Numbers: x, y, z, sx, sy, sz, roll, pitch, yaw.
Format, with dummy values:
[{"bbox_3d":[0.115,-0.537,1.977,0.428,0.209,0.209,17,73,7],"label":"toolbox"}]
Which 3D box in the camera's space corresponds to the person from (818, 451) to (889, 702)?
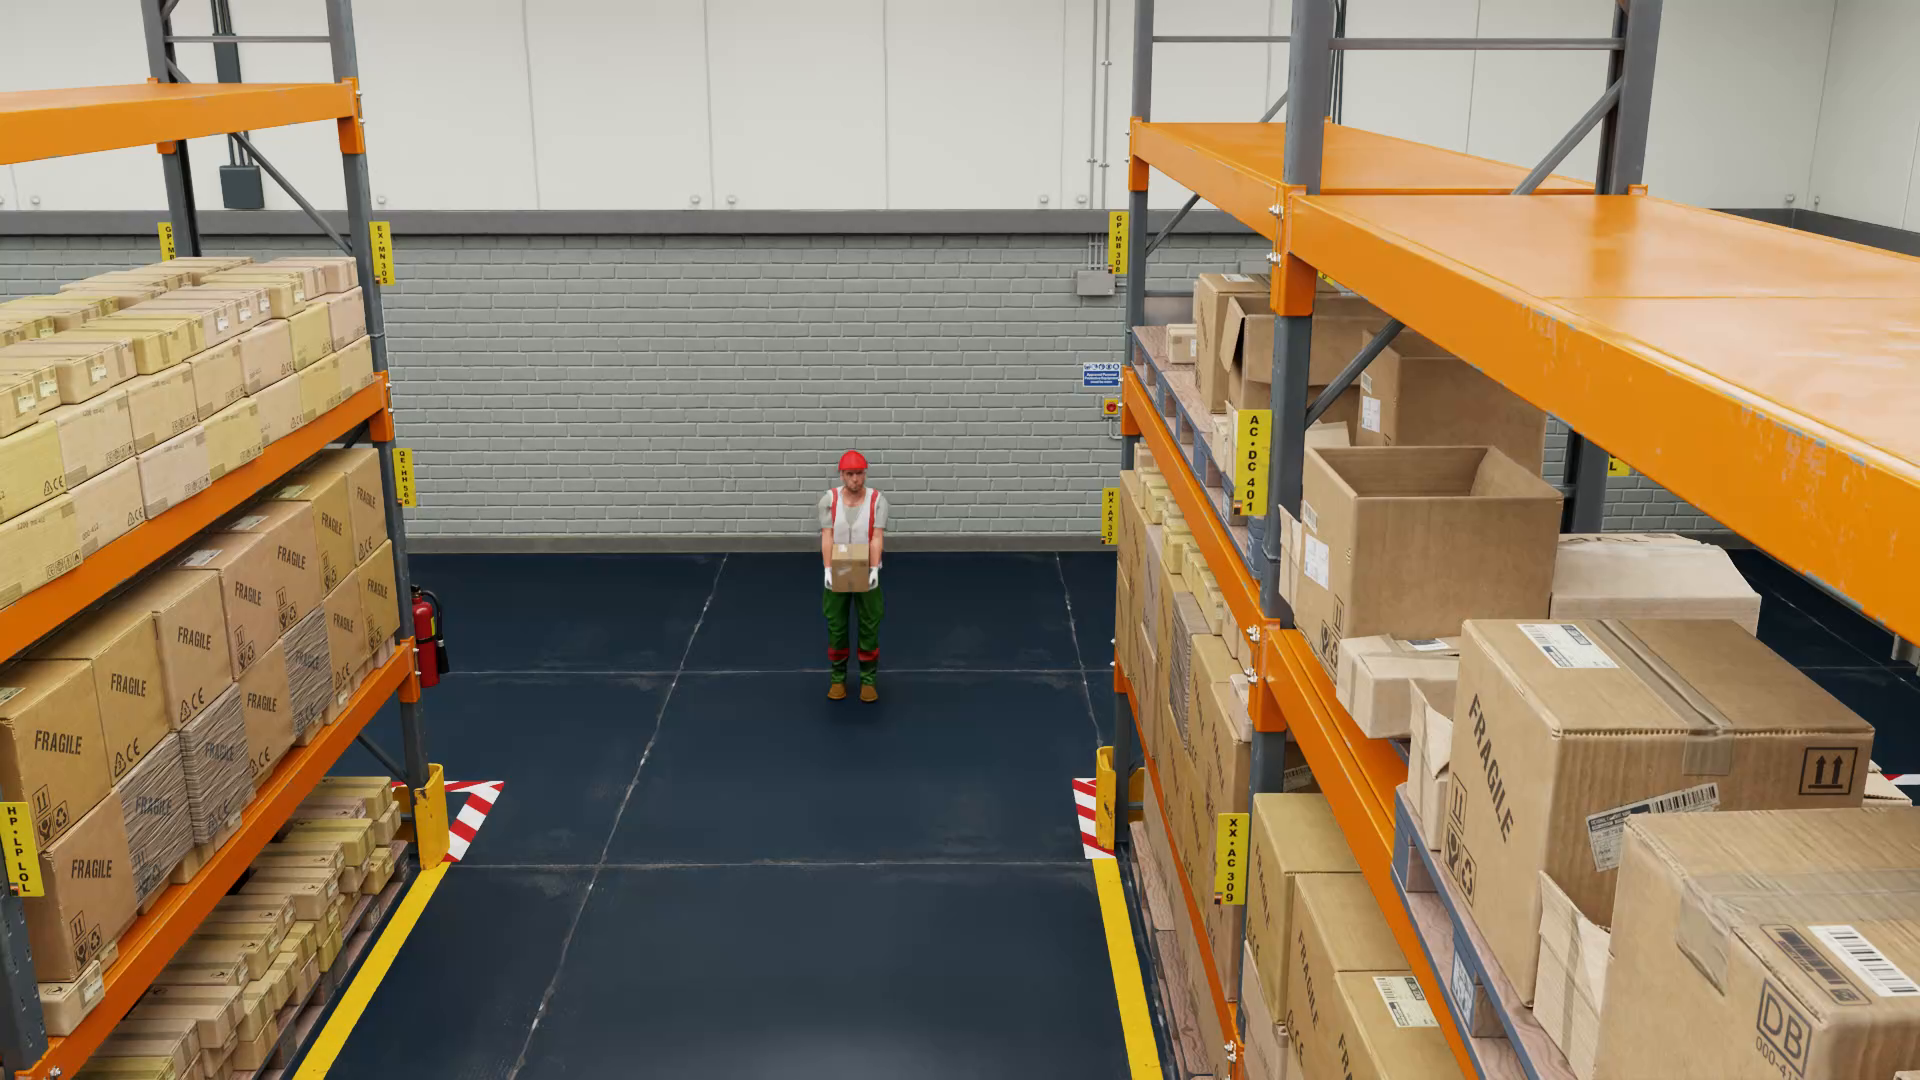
[{"bbox_3d":[-0.739,0.269,11.619,0.495,1.787,0.563,0,17,-1],"label":"person"}]
